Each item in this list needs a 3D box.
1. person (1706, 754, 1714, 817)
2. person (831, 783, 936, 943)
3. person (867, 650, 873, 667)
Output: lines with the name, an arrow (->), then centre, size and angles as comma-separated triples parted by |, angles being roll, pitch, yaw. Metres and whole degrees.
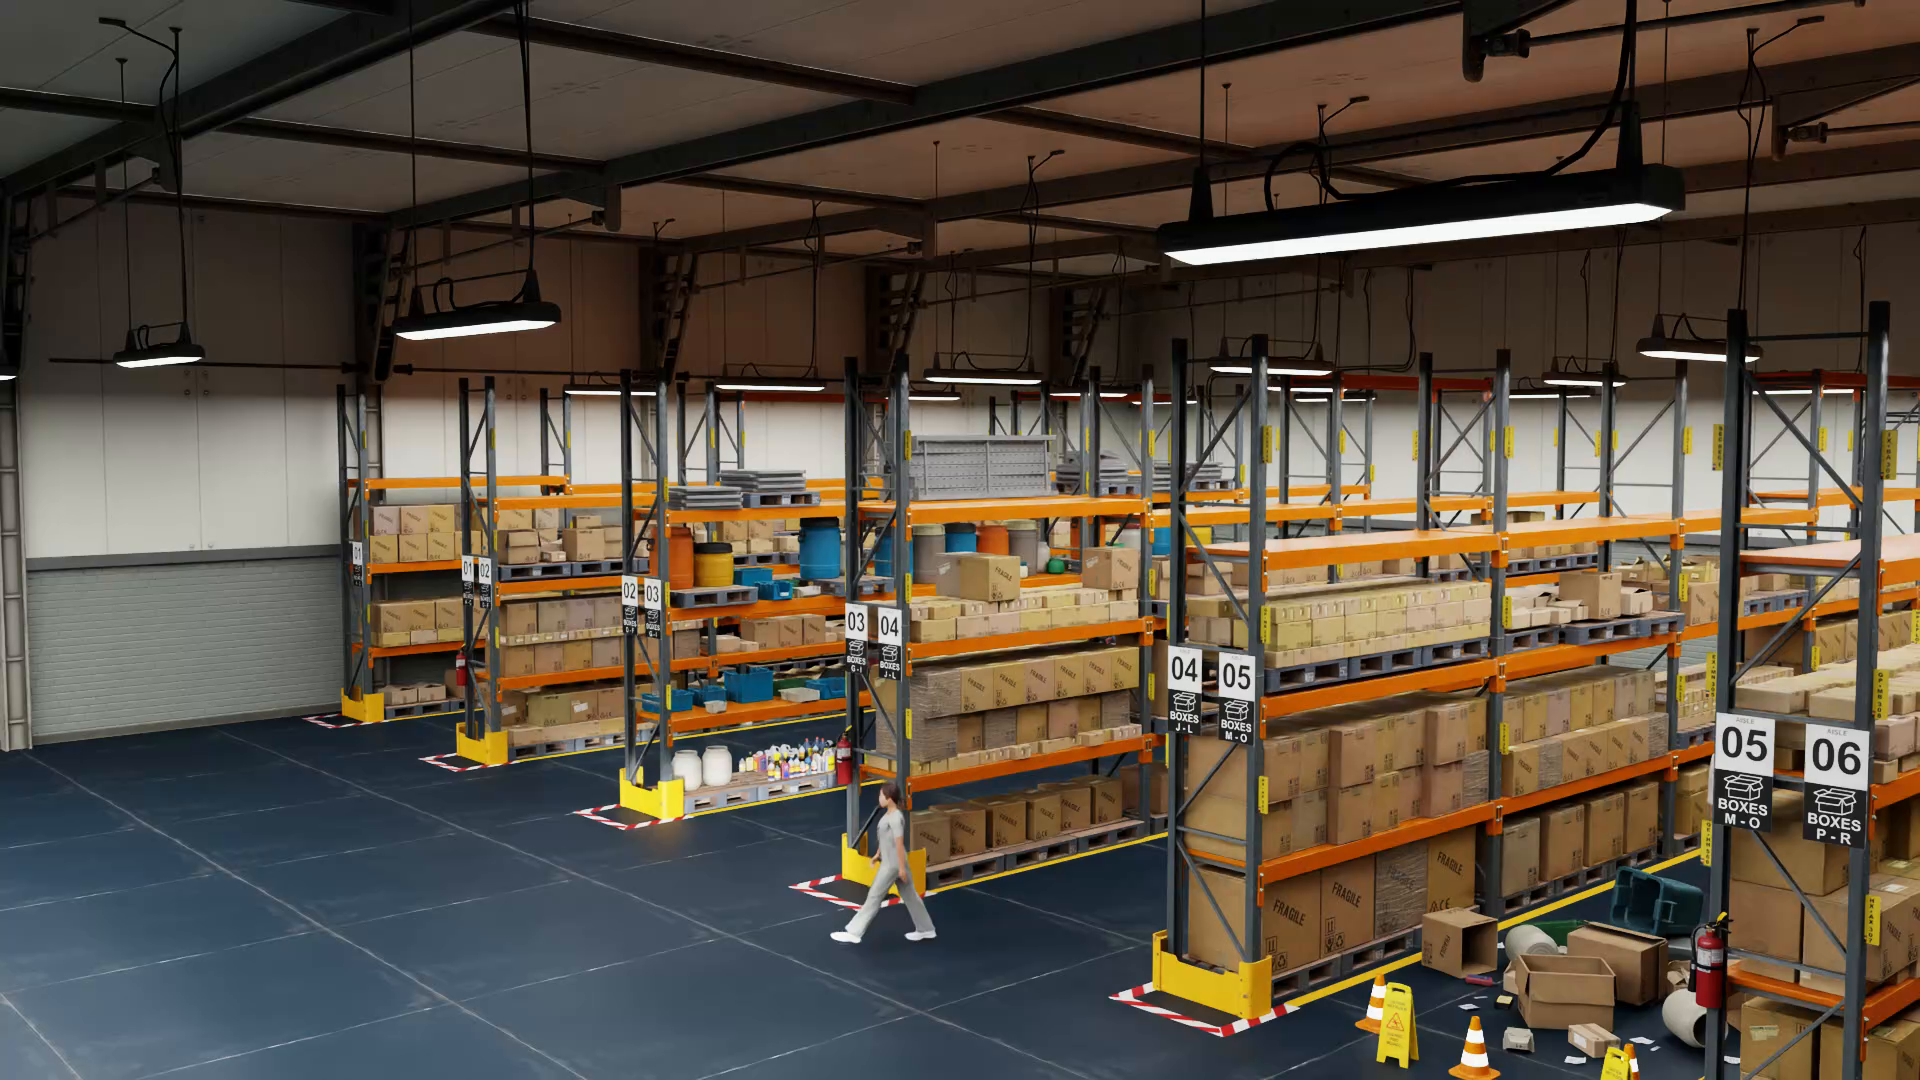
person -> 8.804, 3.039, 18.921 | 0.610, 1.775, 0.614 | -3, 5, -40
person -> -0.763, 3.237, 16.720 | 1.044, 1.615, 0.468 | 0, 4, 1
person -> -1.797, 2.013, 35.345 | 0.478, 1.640, 0.489 | -2, 4, -24
